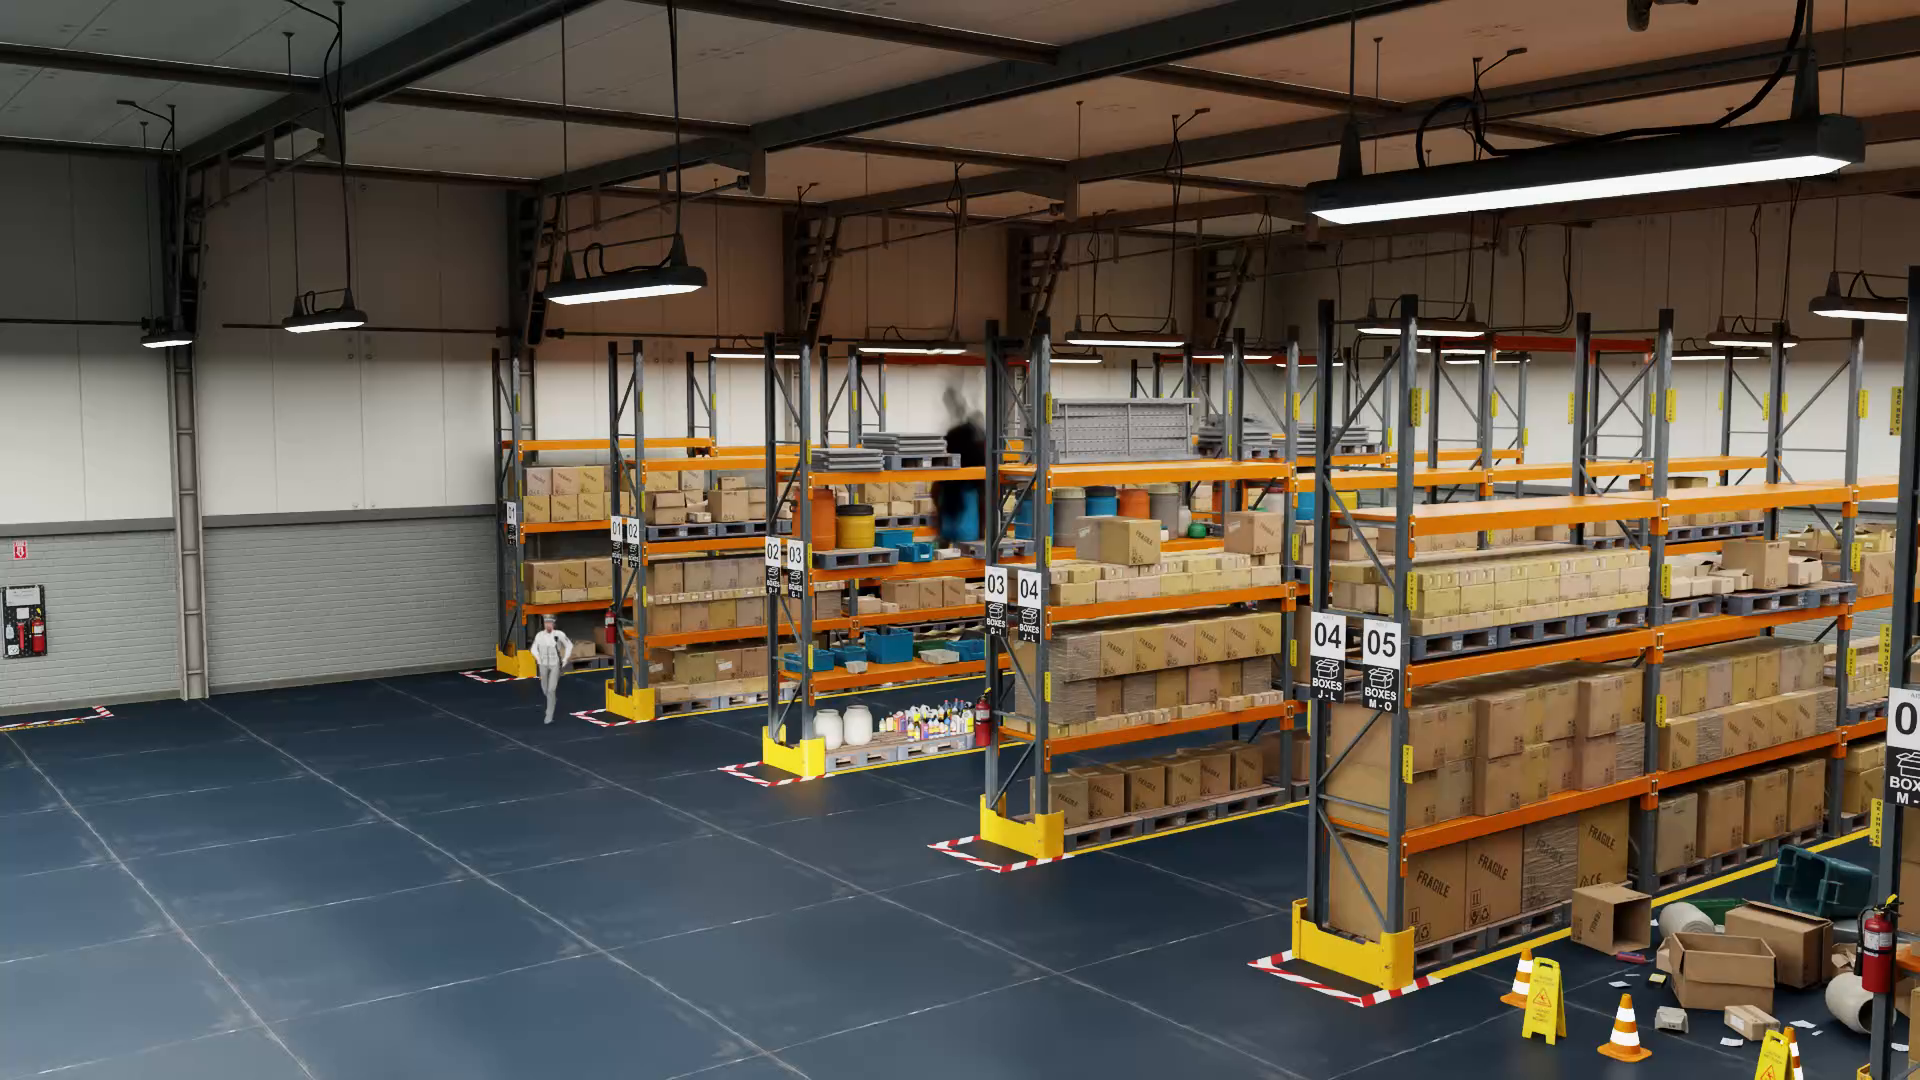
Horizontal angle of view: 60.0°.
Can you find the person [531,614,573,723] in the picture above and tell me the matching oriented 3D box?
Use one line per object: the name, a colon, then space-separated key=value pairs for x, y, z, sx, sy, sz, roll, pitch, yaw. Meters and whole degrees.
person: x=-6.496 y=2.006 z=26.467 sx=0.640 sy=1.706 sz=0.789 roll=0 pitch=5 yaw=2
